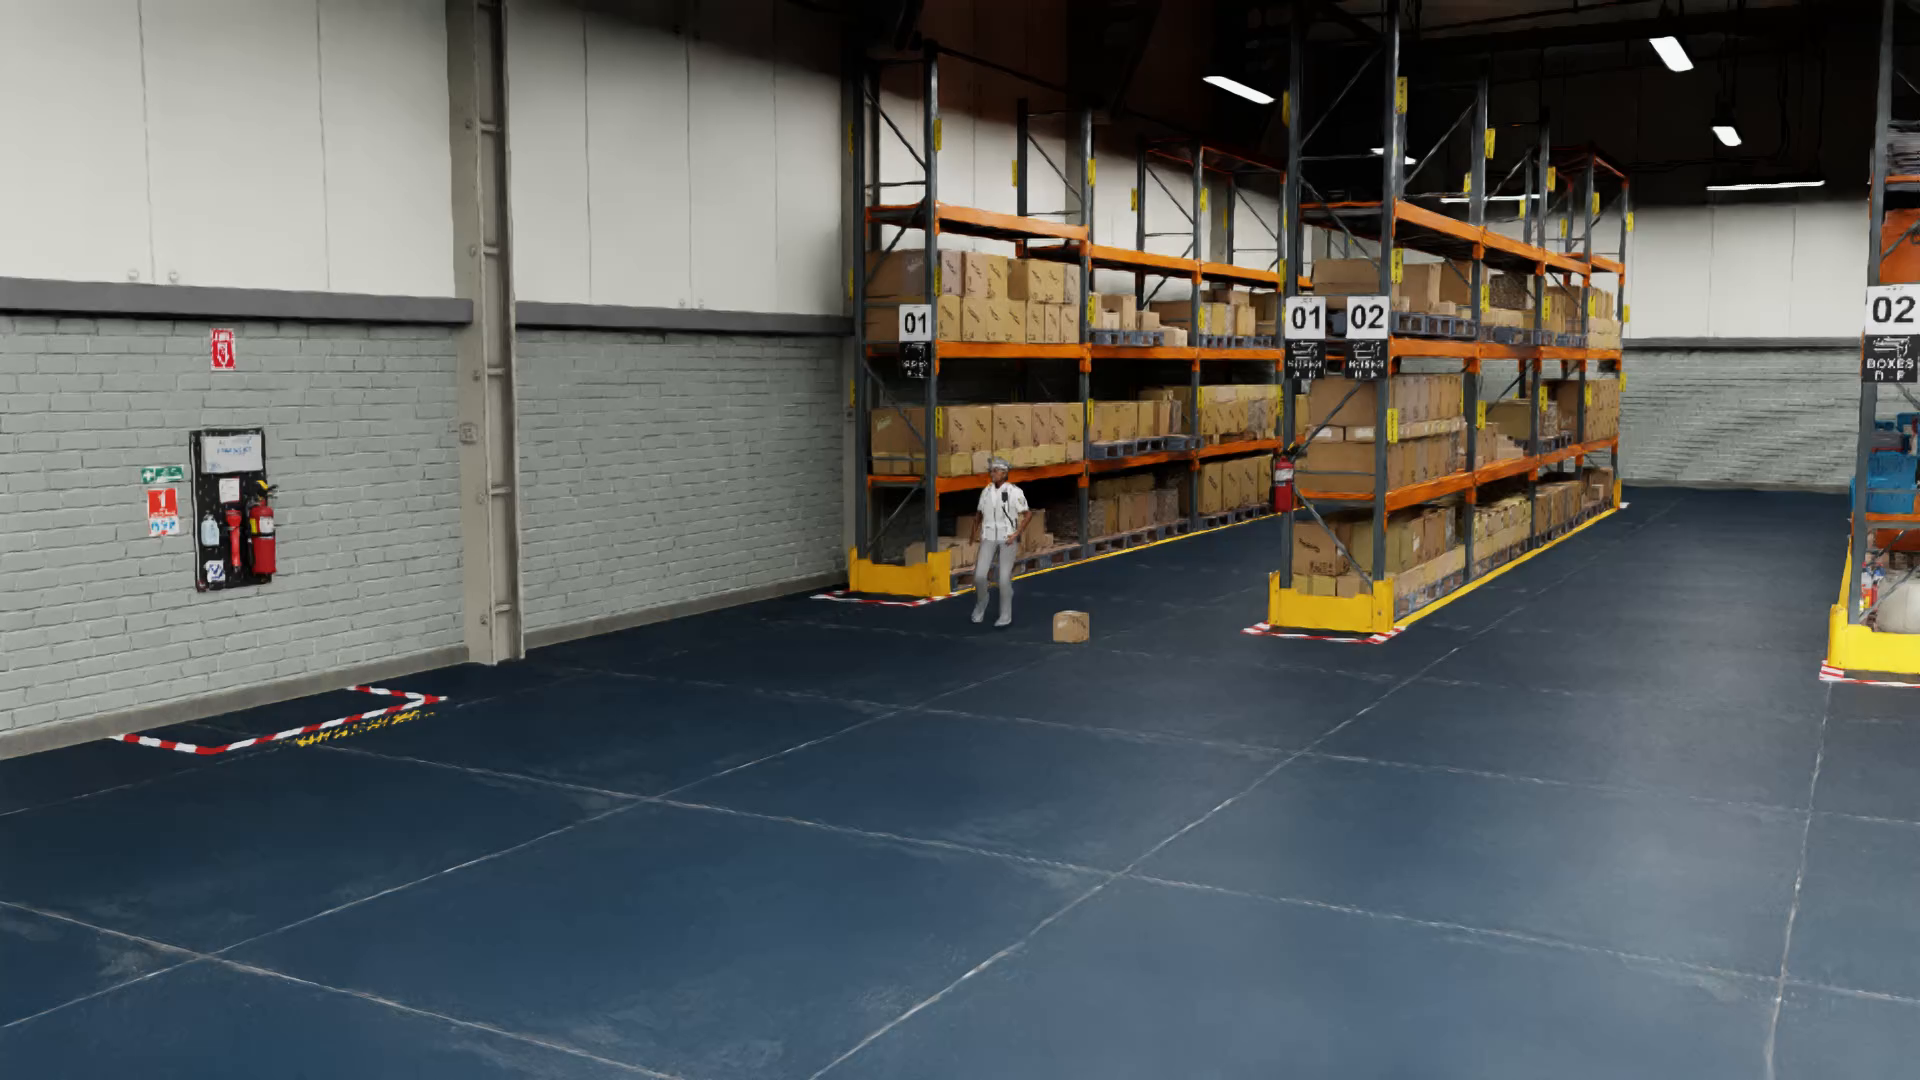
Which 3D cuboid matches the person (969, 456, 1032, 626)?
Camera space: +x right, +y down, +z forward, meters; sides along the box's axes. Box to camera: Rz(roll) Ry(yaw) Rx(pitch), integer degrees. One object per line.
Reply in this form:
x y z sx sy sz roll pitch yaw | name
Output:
0.384 0.015 16.250 0.617 1.664 0.470 2 6 18 | person
